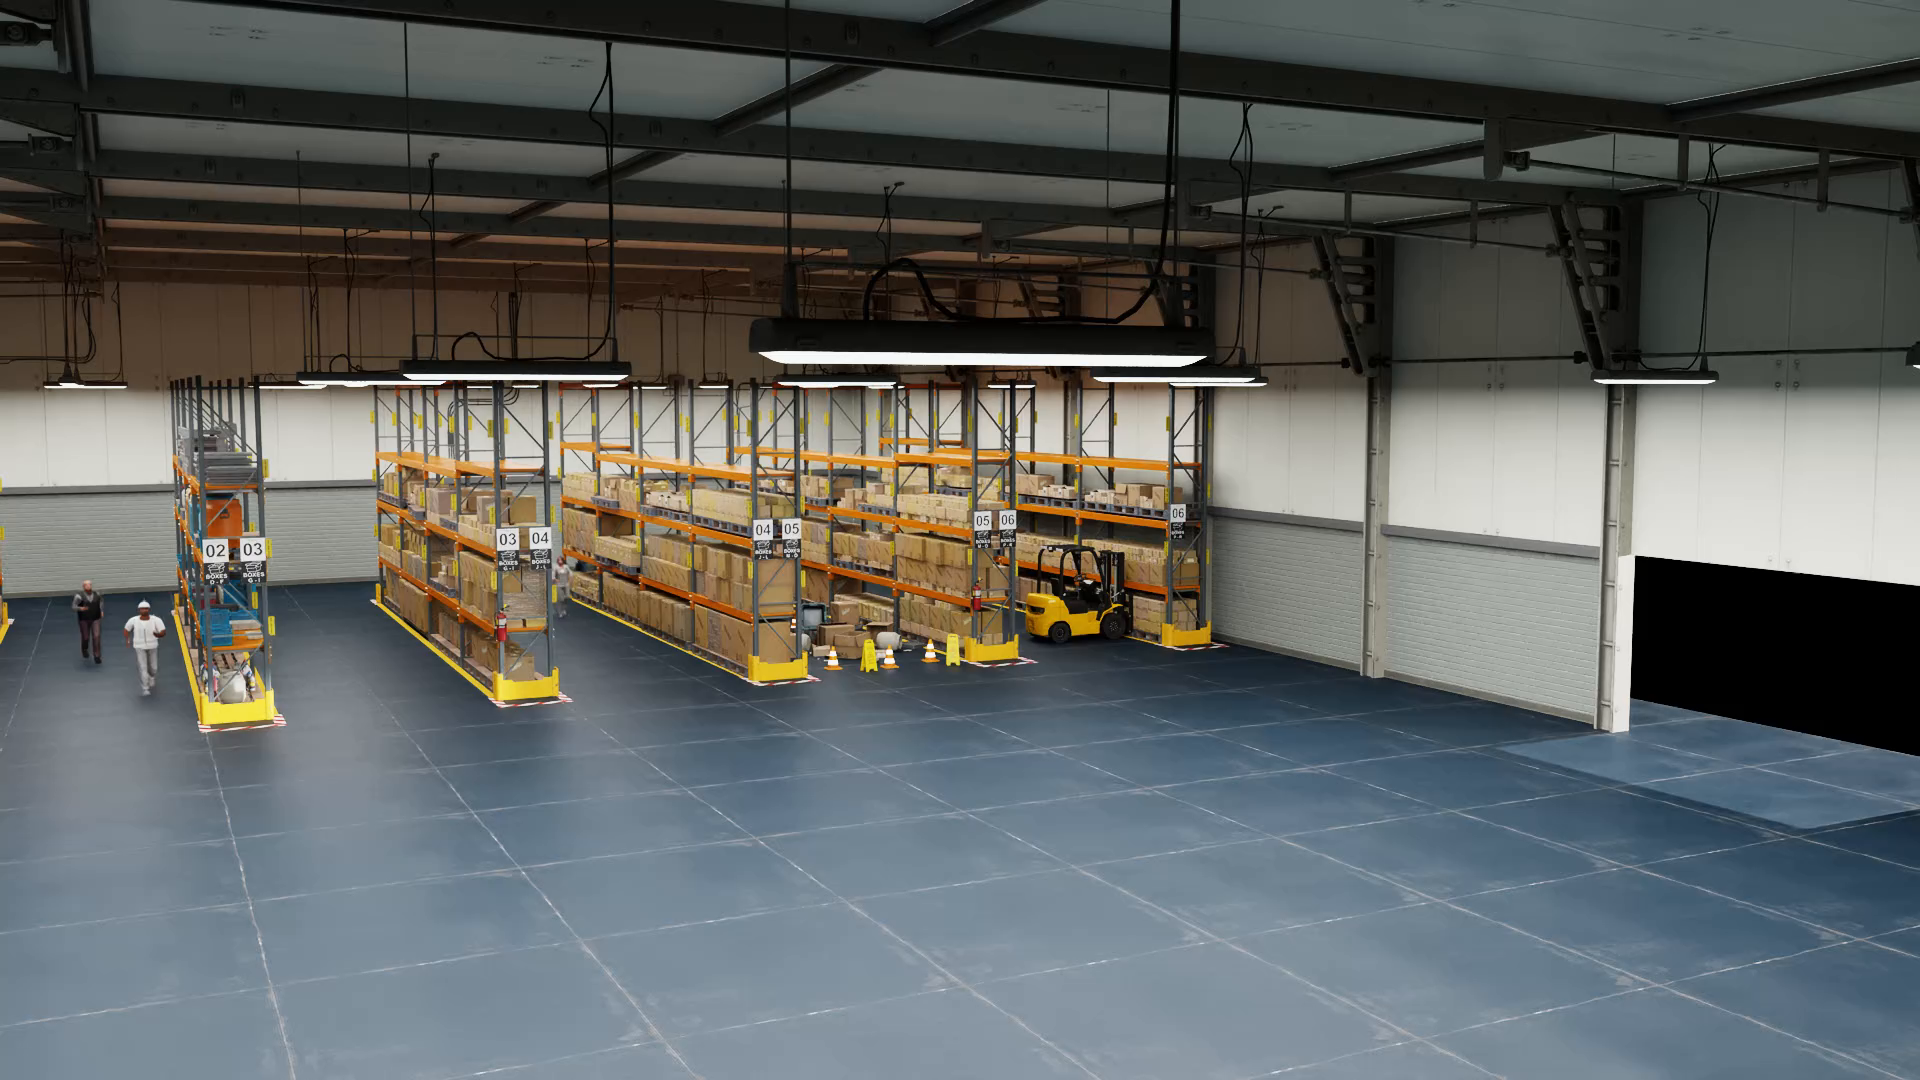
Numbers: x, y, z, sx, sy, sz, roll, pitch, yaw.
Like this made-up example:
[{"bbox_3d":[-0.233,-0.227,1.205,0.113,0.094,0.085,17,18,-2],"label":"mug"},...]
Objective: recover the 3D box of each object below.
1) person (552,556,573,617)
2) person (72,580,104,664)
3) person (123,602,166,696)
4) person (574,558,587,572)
[{"bbox_3d":[-10.087,1.183,42.214,0.552,1.557,0.618,-2,5,-21],"label":"person"},{"bbox_3d":[-18.404,1.715,35.153,0.657,1.724,0.950,-4,6,-38],"label":"person"},{"bbox_3d":[-15.422,2.035,31.494,0.710,1.747,0.963,-3,6,-30],"label":"person"},{"bbox_3d":[-10.997,0.621,48.644,0.757,1.588,0.560,-3,6,-27],"label":"person"}]
